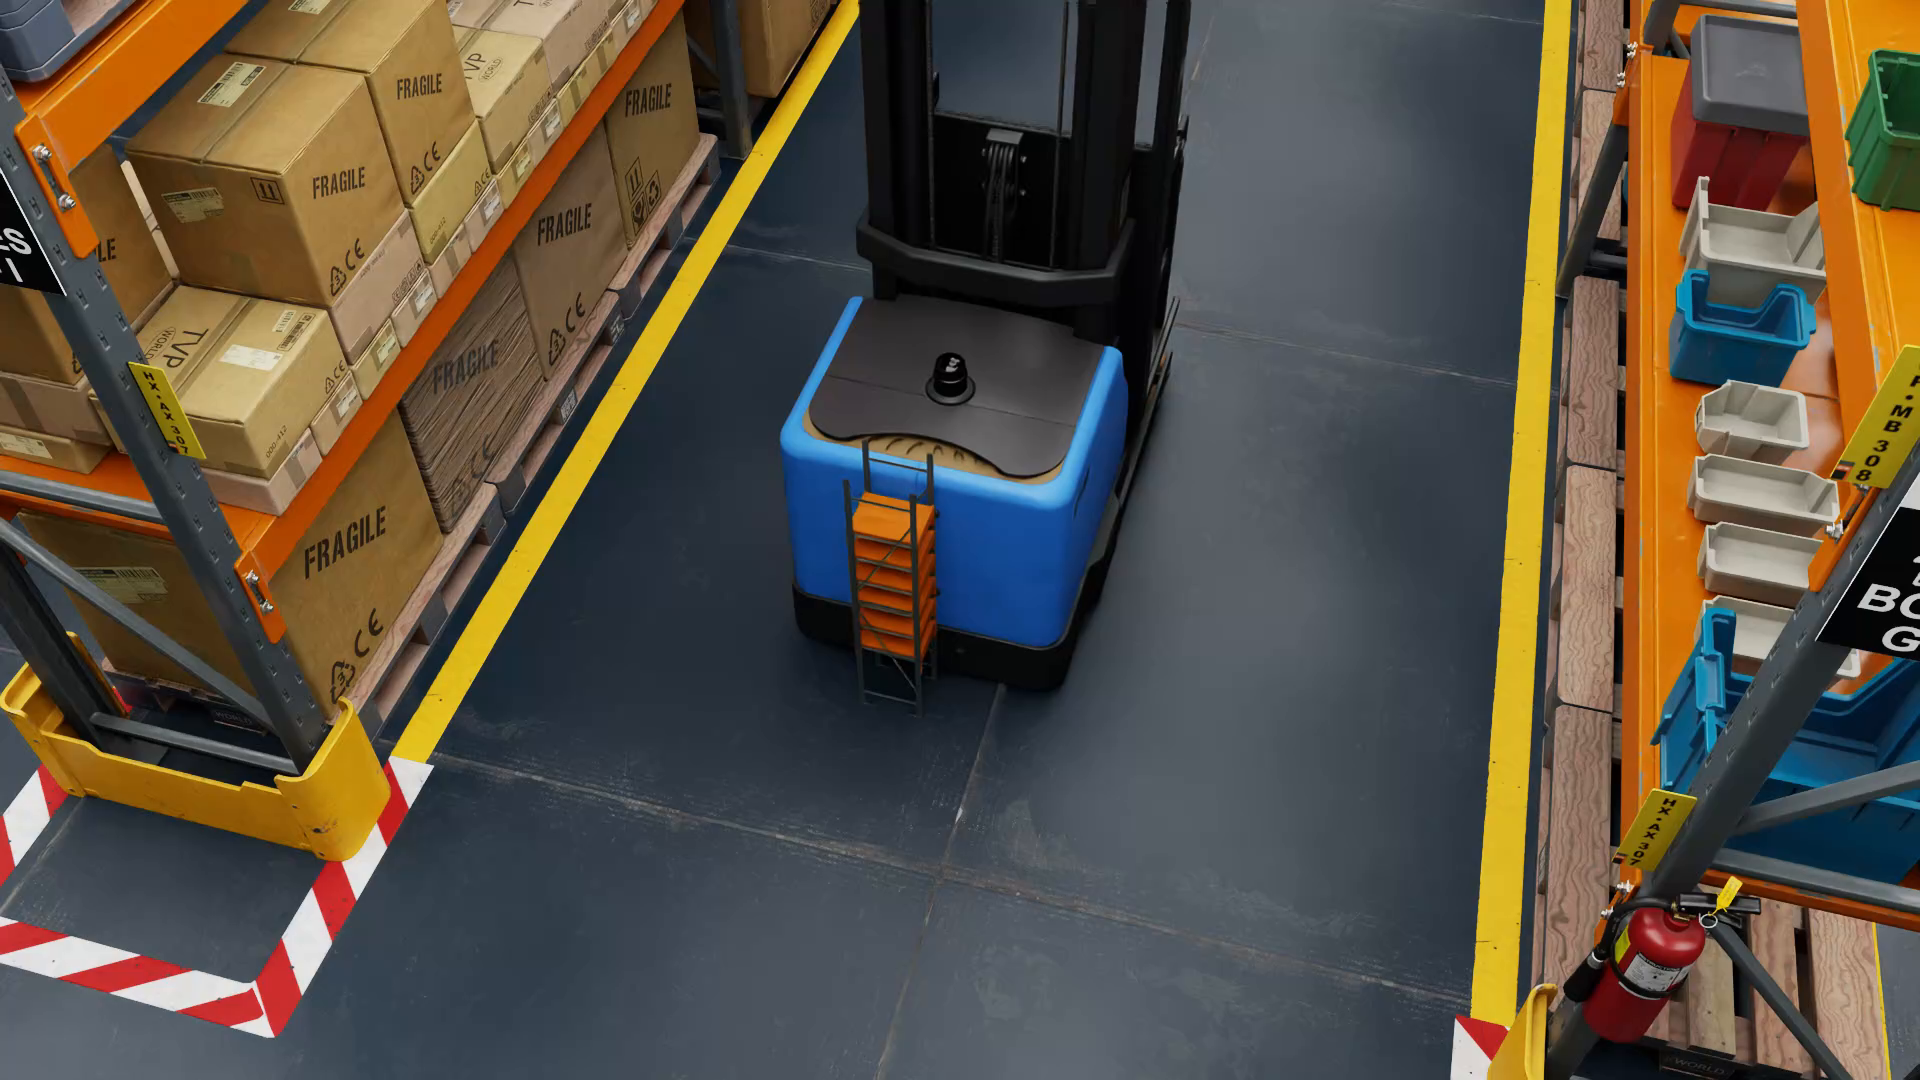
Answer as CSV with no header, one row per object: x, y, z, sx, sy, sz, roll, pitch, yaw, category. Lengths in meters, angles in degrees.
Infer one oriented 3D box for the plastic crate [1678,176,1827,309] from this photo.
2.654,-0.963,5.557,0.437,0.282,0.530,12,50,10,plastic crate

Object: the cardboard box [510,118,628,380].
-2.032,-1.351,6.998,0.875,0.875,0.875,12,50,10,cardboard box

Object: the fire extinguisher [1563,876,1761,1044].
1.703,1.011,4.076,0.296,0.674,0.183,12,50,10,fire extinguisher

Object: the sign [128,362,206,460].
-2.064,-0.334,4.332,0.100,0.325,0.005,12,50,10,sign

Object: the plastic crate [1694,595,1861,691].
2.221,0.284,4.553,0.396,0.136,0.243,12,50,10,plastic crate

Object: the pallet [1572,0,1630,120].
3.796,-2.563,8.790,1.003,0.211,1.213,12,50,10,pallet

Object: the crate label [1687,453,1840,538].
2.361,-0.129,4.918,0.396,0.136,0.243,12,50,10,crate label

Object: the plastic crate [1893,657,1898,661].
2.737,0.288,4.485,0.416,0.233,0.300,12,50,10,plastic crate

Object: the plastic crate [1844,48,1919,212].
2.165,-0.850,3.559,0.450,0.188,0.336,12,50,10,plastic crate

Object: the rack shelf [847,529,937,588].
-0.227,0.036,5.576,0.258,0.103,0.180,13,50,11,rack shelf

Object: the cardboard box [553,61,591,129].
-1.647,-1.730,6.363,0.380,0.149,0.250,11,49,9,cardboard box

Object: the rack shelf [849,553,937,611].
-0.227,0.115,5.666,0.258,0.103,0.180,13,50,11,rack shelf

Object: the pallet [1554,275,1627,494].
3.078,-0.588,7.047,1.003,0.211,1.213,12,50,10,pallet

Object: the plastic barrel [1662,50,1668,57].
3.580,-2.398,7.904,0.600,0.901,0.708,12,50,10,plastic barrel

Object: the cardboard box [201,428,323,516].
-2.186,-0.243,5.051,0.380,0.149,0.250,12,50,10,cardboard box

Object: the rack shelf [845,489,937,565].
-0.227,-0.044,5.486,0.258,0.103,0.180,13,50,11,rack shelf

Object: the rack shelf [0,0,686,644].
-2.071,-1.343,6.334,1.077,0.370,4.000,12,50,10,rack shelf

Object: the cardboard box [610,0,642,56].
-1.512,-2.102,6.691,0.380,0.149,0.250,12,50,11,cardboard box

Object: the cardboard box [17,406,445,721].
-2.506,-0.049,5.849,0.875,0.875,0.875,12,50,10,cardboard box

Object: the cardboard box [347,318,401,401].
-2.052,-0.615,5.378,0.380,0.149,0.250,11,49,9,cardboard box

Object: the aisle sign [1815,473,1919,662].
1.879,-0.023,2.955,0.394,0.787,0.004,12,50,10,aisle sign

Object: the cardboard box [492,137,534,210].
-1.782,-1.356,6.033,0.380,0.149,0.250,10,49,9,cardboard box

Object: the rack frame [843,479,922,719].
-0.253,0.231,5.665,0.240,1.200,0.006,13,50,11,rack frame

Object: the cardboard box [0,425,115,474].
-2.821,-0.374,5.166,0.380,0.149,0.250,12,50,11,cardboard box

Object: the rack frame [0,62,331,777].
-2.597,-0.135,4.787,1.000,3.000,0.127,12,50,10,rack frame

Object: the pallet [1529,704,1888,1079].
2.435,1.176,5.490,1.003,0.211,1.213,12,50,10,pallet

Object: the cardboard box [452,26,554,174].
-1.812,-1.596,5.978,0.500,0.250,0.500,11,49,9,cardboard box

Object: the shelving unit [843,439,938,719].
-0.227,0.165,5.723,0.258,1.200,0.189,13,50,11,shelving unit

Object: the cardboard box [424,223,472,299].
-1.917,-0.987,5.707,0.380,0.149,0.250,11,49,9,cardboard box

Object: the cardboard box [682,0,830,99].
-1.396,-2.931,8.392,1.225,0.875,0.875,12,50,10,cardboard box

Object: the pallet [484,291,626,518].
-2.139,-0.686,7.133,1.003,0.211,1.213,12,50,10,pallet

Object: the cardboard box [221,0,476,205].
-1.949,-1.463,5.361,0.500,0.500,0.500,10,49,9,cardboard box

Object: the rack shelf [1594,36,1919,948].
2.707,-0.366,5.471,1.077,0.370,4.000,12,50,10,rack shelf

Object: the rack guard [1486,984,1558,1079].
2.187,1.690,4.844,1.175,0.500,0.348,12,50,10,rack guard

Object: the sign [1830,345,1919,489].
1.646,-0.212,2.925,0.100,0.325,0.005,12,50,10,sign

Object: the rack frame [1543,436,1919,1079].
2.178,0.842,3.925,0.949,2.616,0.053,12,50,10,rack frame

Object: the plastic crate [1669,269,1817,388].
2.474,-0.658,5.321,0.416,0.233,0.300,12,50,10,plastic crate

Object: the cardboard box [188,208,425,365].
-2.080,-0.855,5.324,0.500,0.250,0.500,11,49,10,cardboard box

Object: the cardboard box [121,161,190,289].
-2.592,-0.953,5.411,0.500,0.250,0.500,11,49,9,cardboard box

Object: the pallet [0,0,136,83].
-2.412,-1.637,4.171,1.003,0.211,1.213,12,50,10,pallet

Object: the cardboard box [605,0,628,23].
-1.542,-2.331,6.627,0.500,0.250,0.500,13,50,11,cardboard box

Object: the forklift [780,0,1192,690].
0.287,-1.554,6.086,1.130,2.935,3.031,13,50,11,forklift
